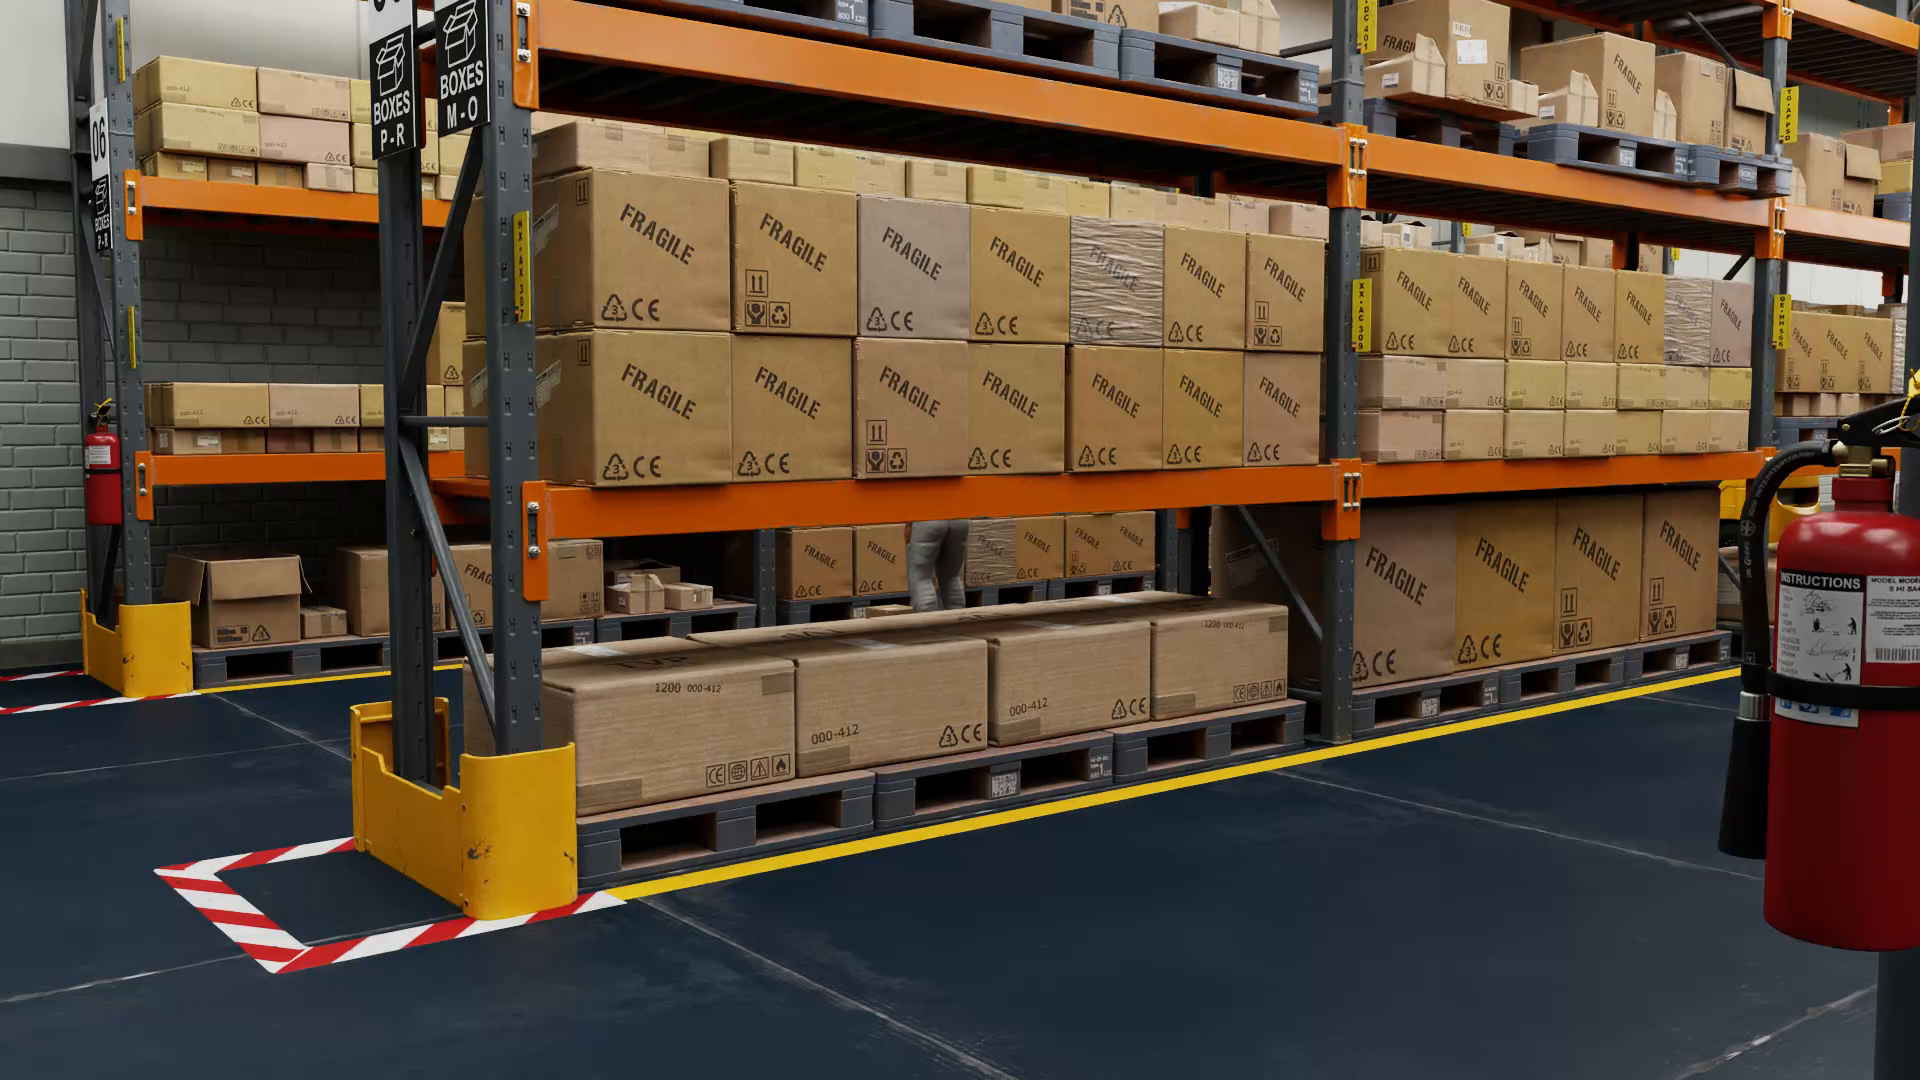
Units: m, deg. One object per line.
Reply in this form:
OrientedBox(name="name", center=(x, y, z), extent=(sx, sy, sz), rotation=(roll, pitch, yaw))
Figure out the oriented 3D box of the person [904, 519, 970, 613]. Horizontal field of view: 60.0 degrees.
OrientedBox(name="person", center=(-0.167, -0.096, 10.590), extent=(0.464, 1.669, 0.391), rotation=(-3, 6, -37))
